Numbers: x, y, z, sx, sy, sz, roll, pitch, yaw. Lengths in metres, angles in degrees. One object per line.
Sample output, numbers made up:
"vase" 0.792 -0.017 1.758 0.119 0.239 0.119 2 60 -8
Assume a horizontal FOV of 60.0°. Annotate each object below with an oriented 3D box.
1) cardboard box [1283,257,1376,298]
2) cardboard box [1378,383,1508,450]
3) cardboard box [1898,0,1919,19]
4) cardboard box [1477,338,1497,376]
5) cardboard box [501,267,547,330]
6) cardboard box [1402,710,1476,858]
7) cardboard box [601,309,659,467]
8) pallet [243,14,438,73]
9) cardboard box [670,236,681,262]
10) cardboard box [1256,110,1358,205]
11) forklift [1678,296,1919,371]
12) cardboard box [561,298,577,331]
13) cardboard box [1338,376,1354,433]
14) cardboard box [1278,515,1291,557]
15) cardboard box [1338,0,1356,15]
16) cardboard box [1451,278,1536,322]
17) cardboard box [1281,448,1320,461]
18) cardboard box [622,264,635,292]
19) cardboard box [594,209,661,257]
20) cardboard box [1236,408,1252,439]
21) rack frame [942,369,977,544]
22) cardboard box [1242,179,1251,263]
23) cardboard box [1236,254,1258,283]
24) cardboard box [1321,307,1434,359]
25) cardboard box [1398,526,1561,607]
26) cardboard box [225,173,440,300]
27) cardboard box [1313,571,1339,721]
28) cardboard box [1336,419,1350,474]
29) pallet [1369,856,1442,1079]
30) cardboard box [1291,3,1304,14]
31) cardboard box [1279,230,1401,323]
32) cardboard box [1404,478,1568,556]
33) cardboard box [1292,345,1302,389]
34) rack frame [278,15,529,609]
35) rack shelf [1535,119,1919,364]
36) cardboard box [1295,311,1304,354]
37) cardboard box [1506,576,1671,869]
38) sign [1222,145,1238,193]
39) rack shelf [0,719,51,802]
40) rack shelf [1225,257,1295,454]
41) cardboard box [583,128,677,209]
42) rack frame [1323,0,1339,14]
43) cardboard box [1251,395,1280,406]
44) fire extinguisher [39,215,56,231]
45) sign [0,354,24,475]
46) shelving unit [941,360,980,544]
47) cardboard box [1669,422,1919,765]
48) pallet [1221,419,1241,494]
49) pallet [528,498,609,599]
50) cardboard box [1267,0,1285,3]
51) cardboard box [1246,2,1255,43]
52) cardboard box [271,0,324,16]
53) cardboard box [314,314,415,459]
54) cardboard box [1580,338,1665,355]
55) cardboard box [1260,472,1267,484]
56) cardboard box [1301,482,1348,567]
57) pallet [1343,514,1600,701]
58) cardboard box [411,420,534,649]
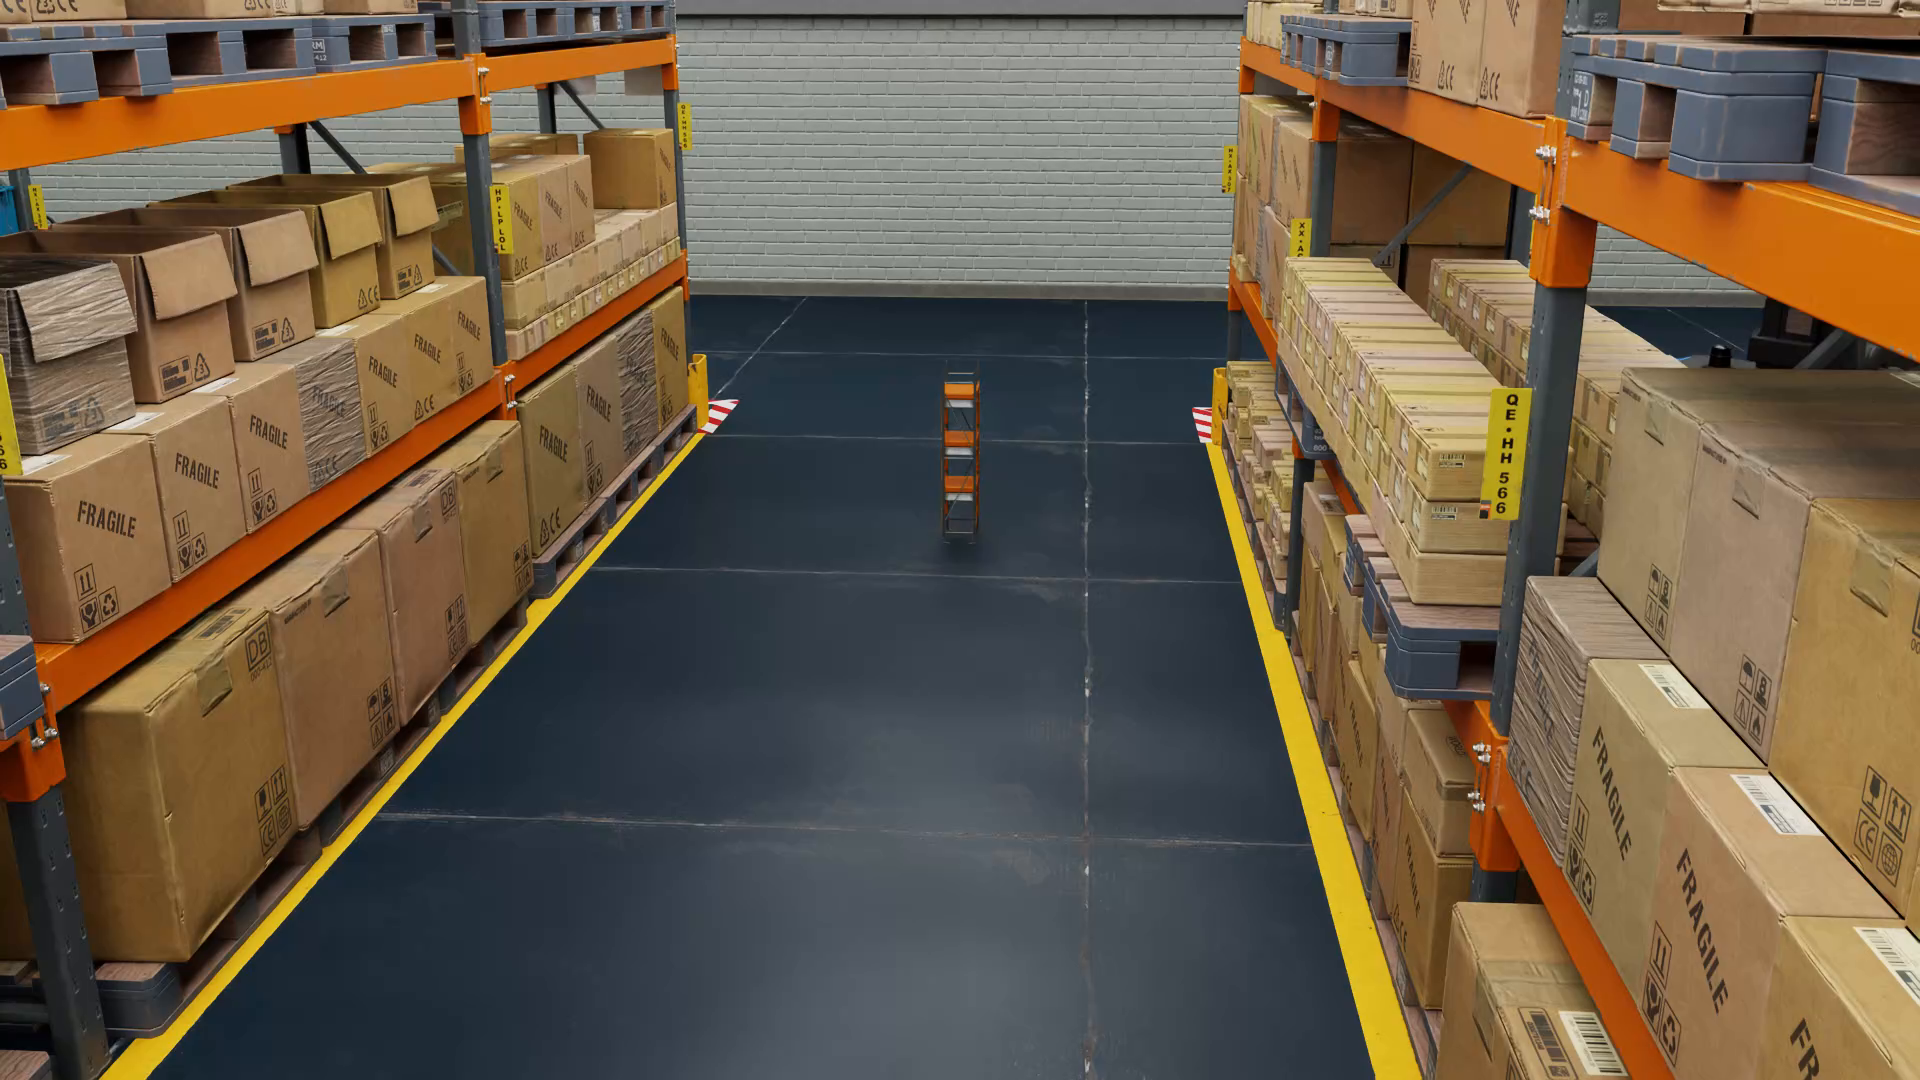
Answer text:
"cardboard box" 1.656 -1.176 7.469 0.380 0.149 0.250 2 18 7
"cardboard box" 1.473 -0.368 5.002 0.380 0.149 0.250 2 18 6
"cardboard box" 1.512 -0.778 1.972 0.500 0.311 0.500 1 18 3
"cardboard box" 2.238 -0.694 6.476 0.380 0.149 0.250 0 18 1
"cardboard box" -2.502 -1.278 8.768 0.500 0.250 0.500 1 18 3
"cardboard box" 1.644 0.730 5.012 0.500 0.250 0.500 1 18 3
"cardboard box" -2.541 -1.017 10.946 0.875 0.875 0.875 1 18 4
"pallet" -2.813 -2.116 7.054 0.805 0.209 1.217 1 18 2
"cardboard box" -2.207 -2.073 11.834 0.380 0.149 0.250 2 18 5
"cardboard box" 2.011 -2.222 9.643 0.500 0.500 0.500 1 18 2
"forklift" 4.922 -1.026 8.348 1.130 2.935 3.031 -13 22 -35
"cardboard box" -2.390 -1.278 9.409 0.380 0.149 0.250 1 18 2
"cardboard box" 1.528 -0.469 5.788 0.380 0.149 0.250 2 18 5
"cardboard box" 1.849 -0.017 8.583 0.380 0.149 0.250 2 18 5
"cardboard box" 2.006 -2.483 7.031 0.700 0.500 0.500 1 18 4
"cardboard box" 2.270 -0.996 6.918 0.380 0.149 0.250 1 18 2
"cardboard box" 1.995 -0.406 9.293 0.380 0.149 0.250 2 18 6
"cardboard box" -2.297 -1.675 10.620 0.380 0.149 0.250 1 18 4
"cardboard box" -2.317 -2.066 11.174 0.500 0.250 0.500 1 18 3
"cardboard box" 2.004 -0.758 10.845 0.380 0.149 0.250 2 18 6
"rack frame" -0.005 -0.478 9.695 0.200 1.050 0.008 1 18 4
"cardboard box" 2.109 -2.057 10.744 0.500 0.500 0.500 1 18 4
"cardboard box" 2.030 -1.793 10.981 0.380 0.149 0.250 1 18 2
"cardboard box" 1.564 -0.775 6.244 0.380 0.149 0.250 2 18 6
"cardboard box" 1.433 0.073 4.612 0.380 0.149 0.250 2 18 5
"cardboard box" -2.834 -1.393 7.586 0.797 0.503 0.637 1 18 2
"cardboard box" 1.789 0.451 7.070 0.500 0.500 0.500 2 18 6
"cardboard box" 1.530 -0.325 5.827 0.380 0.149 0.250 2 18 6
"pallet" 1.914 1.399 5.314 1.003 0.211 1.213 1 18 4
"cardboard box" 1.956 -2.593 8.443 0.500 0.250 0.500 1 18 4
"cardboard box" 1.896 -1.271 8.346 0.500 0.500 0.500 1 18 4
"cardboard box" 1.438 -0.068 4.566 0.380 0.149 0.250 2 18 5
"cardboard box" 1.620 -0.730 7.062 0.380 0.149 0.250 1 18 4
"rack frame" -2.797 -1.068 8.364 1.000 3.000 0.127 1 18 4
"rack shelf" 1.713 -0.146 1.888 1.077 0.370 4.000 1 18 4
"cardboard box" 1.621 -0.874 7.025 0.380 0.149 0.250 2 18 5
"cardboard box" 1.555 0.403 3.716 0.500 0.500 0.500 1 18 5
"sign" 1.889 -2.591 11.624 0.100 0.325 0.005 1 18 4
"rack shelf" -3.227 1.138 2.789 1.077 0.370 4.000 1 18 4
"rack shelf" 2.287 -1.205 9.938 1.077 0.370 4.000 1 18 4
"cardboard box" -2.283 -2.579 11.536 0.500 0.500 0.500 2 18 5
"rack frame" 2.143 -3.776 6.996 1.000 3.000 0.127 1 18 4
"cardboard box" 2.043 -0.812 10.532 0.380 0.149 0.250 2 18 6
"fire extinguisher" -6.986 -2.243 12.675 0.296 0.674 0.183 1 18 4
"sign" -2.542 -0.329 4.377 0.100 0.325 0.005 1 18 4
"shelving unit" 0.004 -0.516 9.810 0.215 1.050 0.252 1 18 4
"cardboard box" 1.779 0.090 3.063 0.700 0.500 0.500 1 18 3
"pallet" 2.331 -0.568 11.316 1.003 0.211 1.213 1 18 4
"pallet" -2.664 0.023 9.514 1.003 0.211 1.213 1 18 4
"cardboard box" 2.020 -3.153 9.349 0.500 0.250 0.500 1 18 2
"cardboard box" 2.143 -3.388 10.870 0.500 0.250 0.500 2 18 6
"cardboard box" -2.965 -2.312 6.812 0.500 0.311 0.500 1 18 2
"cardboard box" -2.631 -0.648 6.922 0.500 0.500 0.500 1 18 3
"cardboard box" 2.175 -0.594 5.691 0.380 0.149 0.250 2 18 6
"cardboard box" 1.991 -0.301 9.927 0.380 0.149 0.250 2 18 5
"cardboard box" 1.827 -0.070 7.455 0.500 0.250 0.500 0 18 1
"pallet" 1.801 0.184 4.852 1.213 0.211 1.003 1 18 4
"cardboard box" -2.823 -0.058 8.021 1.225 0.875 0.875 1 18 4
